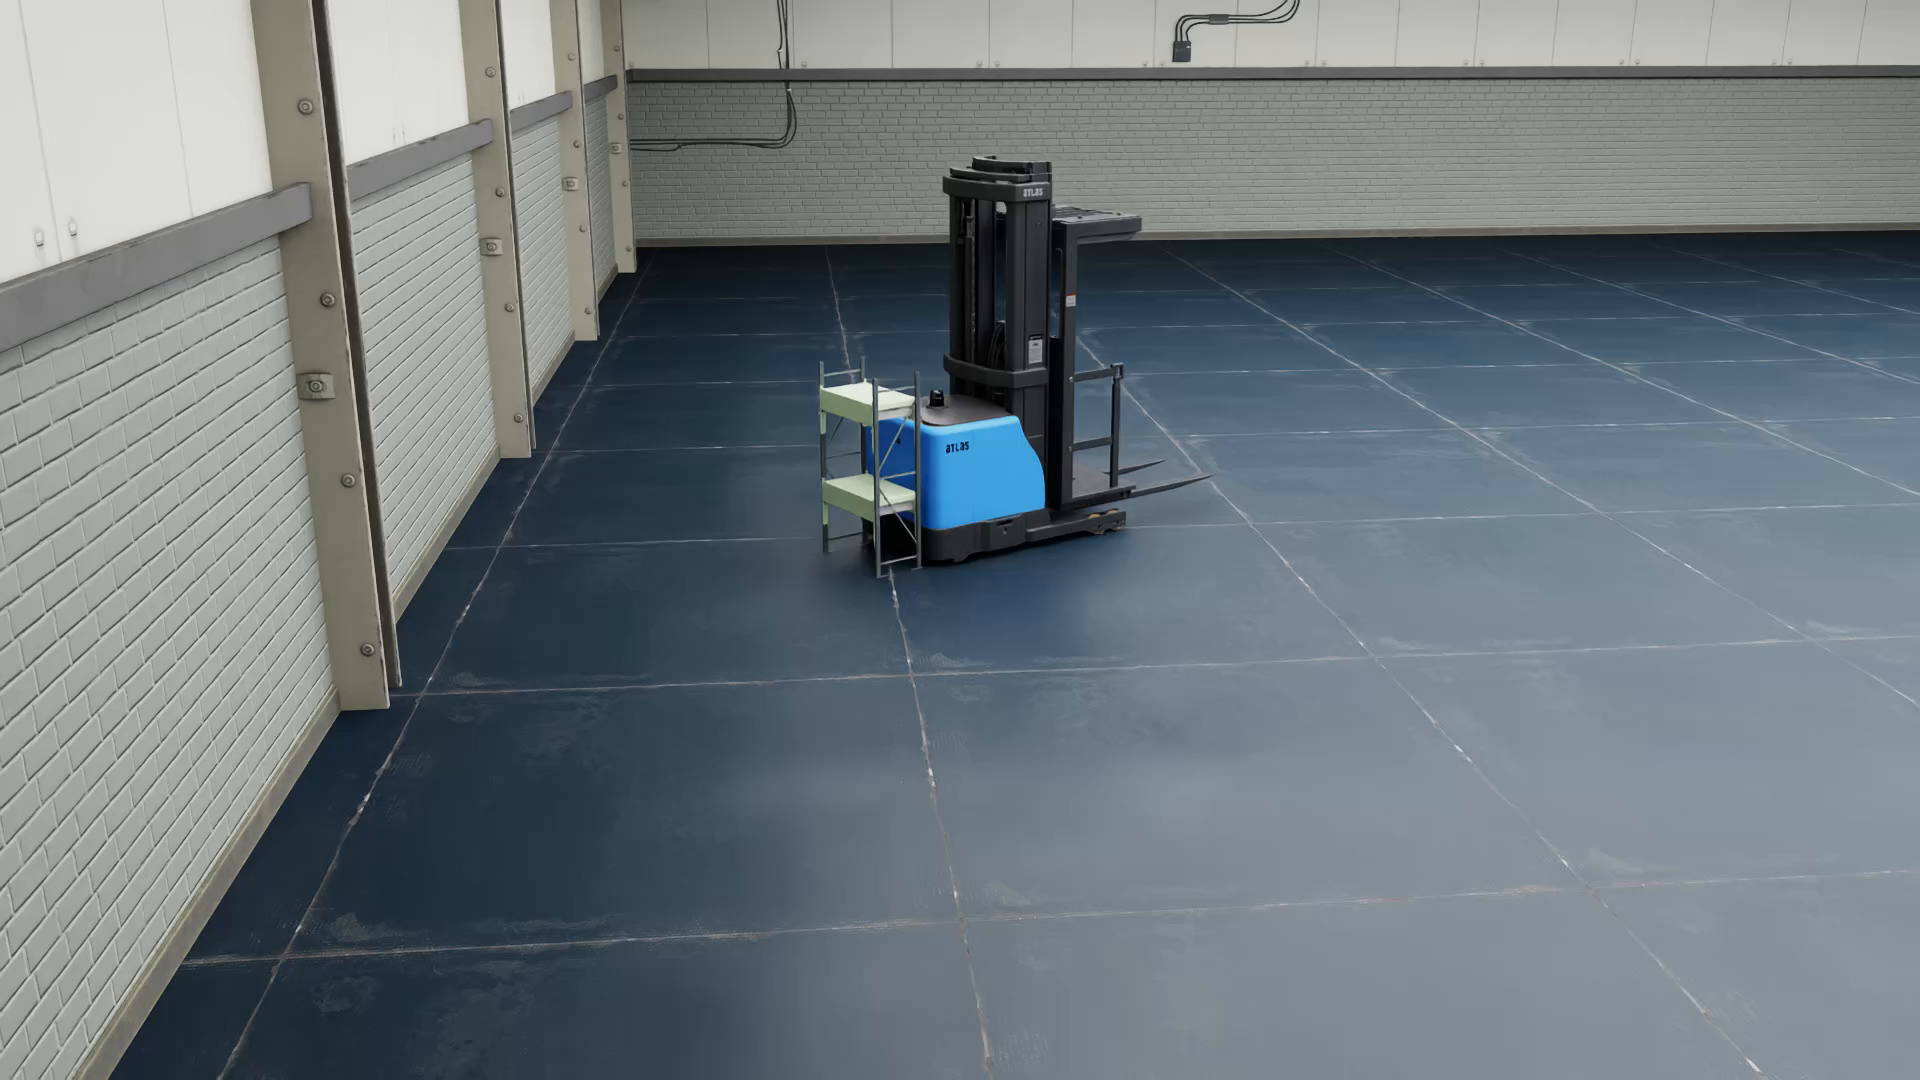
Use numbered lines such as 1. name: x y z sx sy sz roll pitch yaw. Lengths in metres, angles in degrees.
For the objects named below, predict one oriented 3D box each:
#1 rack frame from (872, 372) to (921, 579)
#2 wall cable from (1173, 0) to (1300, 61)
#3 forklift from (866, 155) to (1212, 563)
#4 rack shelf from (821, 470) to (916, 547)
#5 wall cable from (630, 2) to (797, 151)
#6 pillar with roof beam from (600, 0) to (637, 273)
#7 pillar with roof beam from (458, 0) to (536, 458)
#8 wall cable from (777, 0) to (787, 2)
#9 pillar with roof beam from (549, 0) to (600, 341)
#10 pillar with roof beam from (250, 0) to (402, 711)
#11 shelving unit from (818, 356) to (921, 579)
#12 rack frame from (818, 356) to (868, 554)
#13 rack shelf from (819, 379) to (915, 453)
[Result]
1. rack frame: -0.458 -0.468 12.164 0.400 1.500 0.023 -12 21 -34
2. wall cable: 4.998 -11.530 29.202 2.305 6.003 0.169 -2 18 -6
3. forklift: 0.729 -1.555 13.237 3.031 2.935 1.130 -12 21 -34
4. rack shelf: -0.674 -0.245 12.543 0.431 0.370 0.720 -12 21 -34
5. wall cable: -4.446 -8.137 29.257 3.097 2.526 0.112 -2 18 -6
6. pillar with roof beam: -1.175 -8.833 26.290 9.100 9.000 0.400 -2 18 -6
7. pillar with roof beam: 0.062 -5.258 14.902 9.100 9.000 0.400 -2 18 -6
8. wall cable: -1.755 -10.631 28.767 3.097 2.526 0.112 -2 18 -6
9. pillar with roof beam: -0.557 -7.046 20.596 9.100 9.000 0.400 -2 18 -6
10. pillar with roof beam: 0.681 -3.470 9.208 9.100 9.000 0.400 -2 18 -6
11. shelving unit: -0.674 -0.556 12.446 0.431 1.500 0.755 -12 21 -34
12. rack frame: -0.890 -0.645 12.727 0.400 1.500 0.023 -12 21 -34
13. rack shelf: -0.674 -0.929 12.329 0.431 0.370 0.720 -12 21 -34
